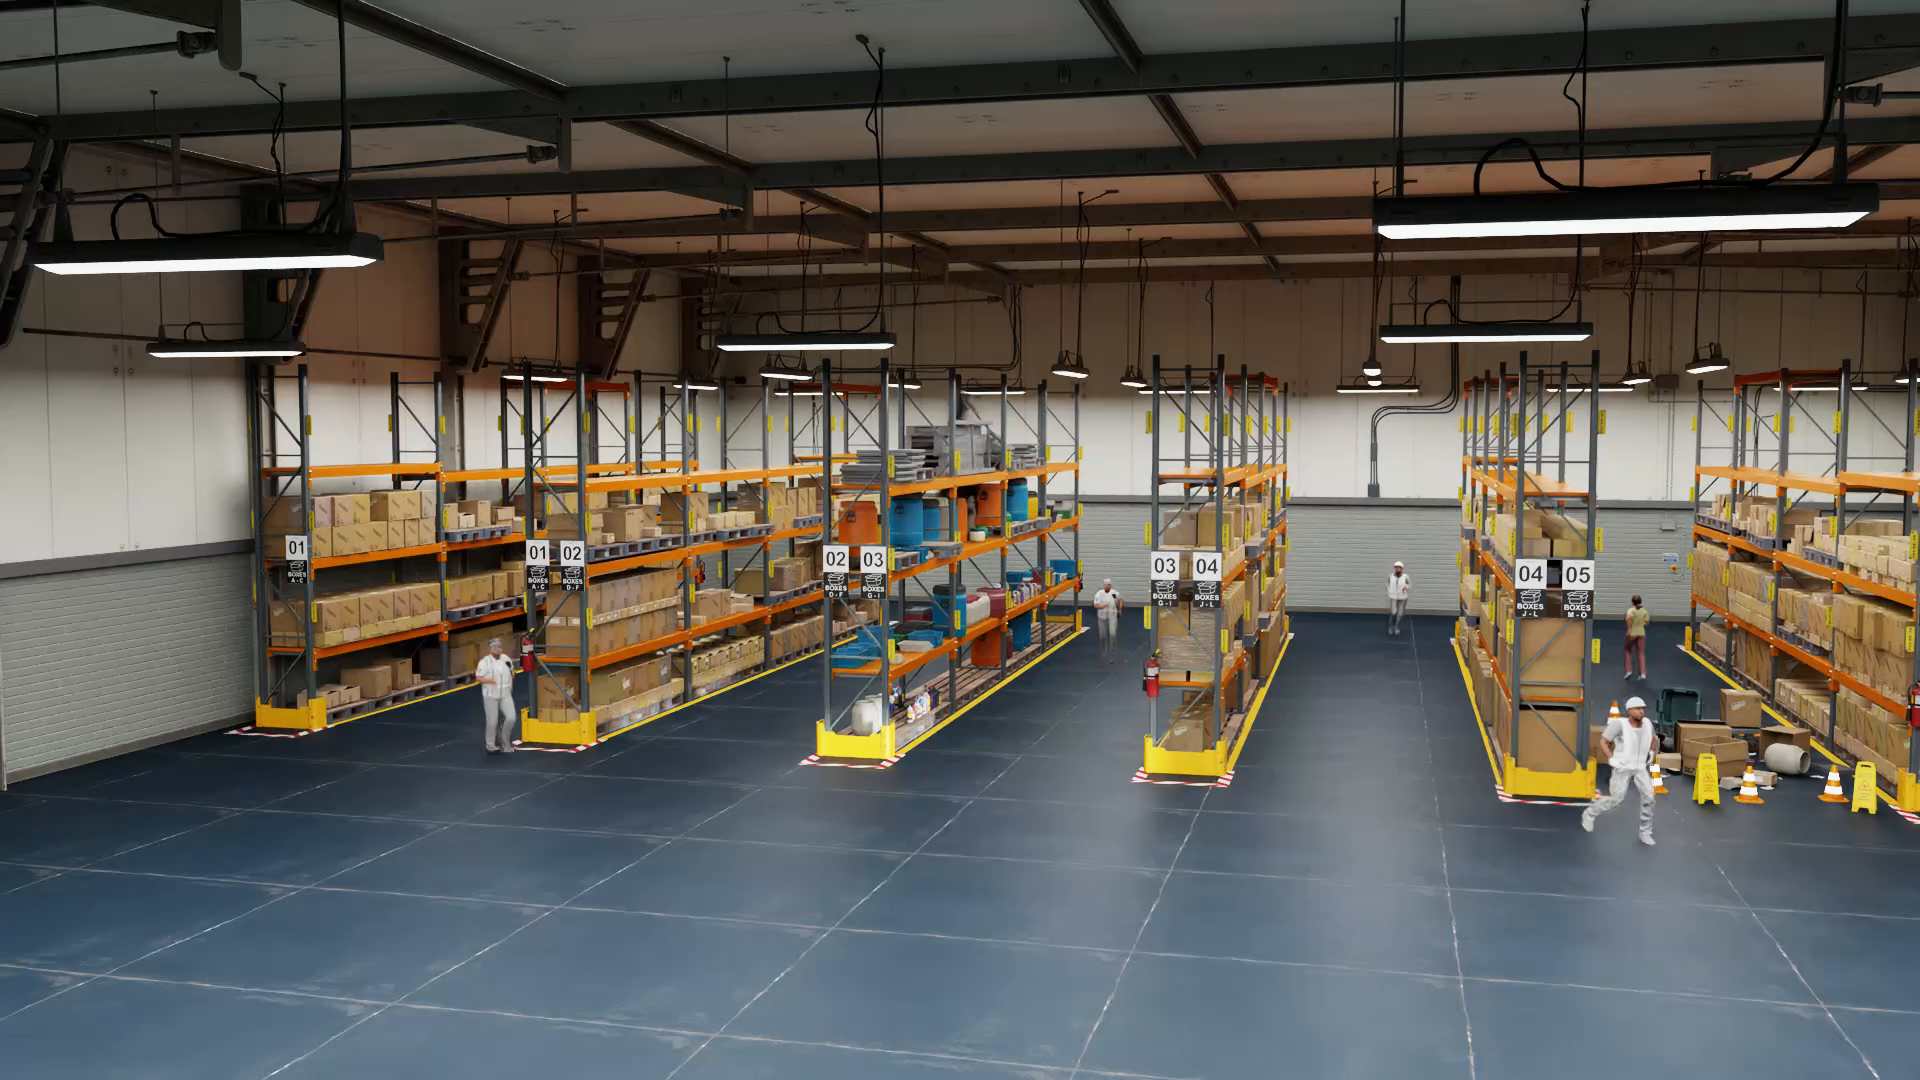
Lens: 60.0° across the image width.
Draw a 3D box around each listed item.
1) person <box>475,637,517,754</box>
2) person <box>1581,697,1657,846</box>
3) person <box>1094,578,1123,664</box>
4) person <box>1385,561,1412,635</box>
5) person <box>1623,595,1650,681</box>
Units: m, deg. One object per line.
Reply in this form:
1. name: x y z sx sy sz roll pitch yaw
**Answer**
1. person: -7.023 2.390 25.293 0.642 1.831 0.669 -3 5 -34
2. person: 8.040 2.770 20.065 0.892 1.774 0.706 -1 4 -17
3. person: 3.026 1.640 33.983 0.574 1.726 0.782 1 4 8
4. person: 10.450 1.399 39.625 0.633 1.775 0.687 1 4 16
5. person: 13.194 1.937 32.416 0.520 1.709 0.790 0 4 7
